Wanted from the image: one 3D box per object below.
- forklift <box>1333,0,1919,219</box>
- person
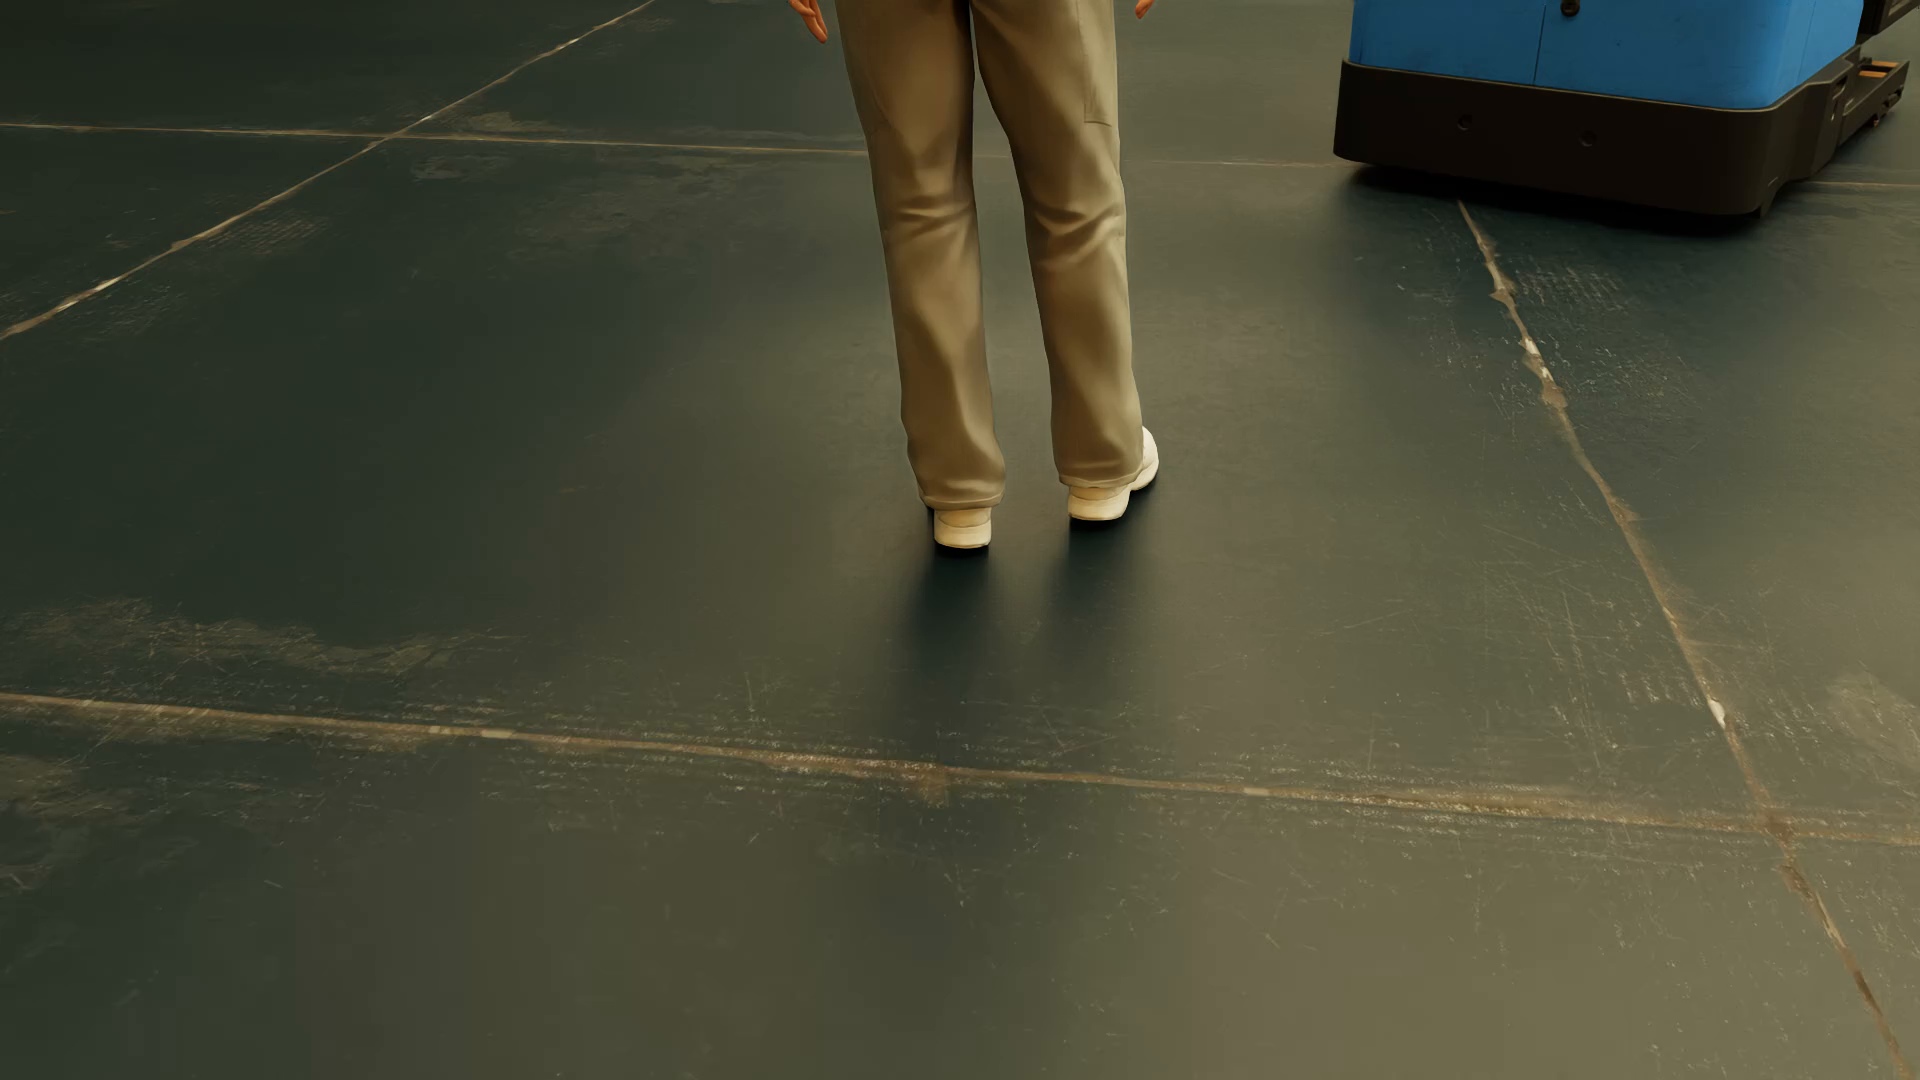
[{"bbox_3d":[2.257,-2.660,4.549,1.130,2.935,3.031,18,32,32],"label":"forklift"},{"bbox_3d":[0.024,-0.788,2.187,0.549,1.673,0.548,3,27,7],"label":"person"}]
